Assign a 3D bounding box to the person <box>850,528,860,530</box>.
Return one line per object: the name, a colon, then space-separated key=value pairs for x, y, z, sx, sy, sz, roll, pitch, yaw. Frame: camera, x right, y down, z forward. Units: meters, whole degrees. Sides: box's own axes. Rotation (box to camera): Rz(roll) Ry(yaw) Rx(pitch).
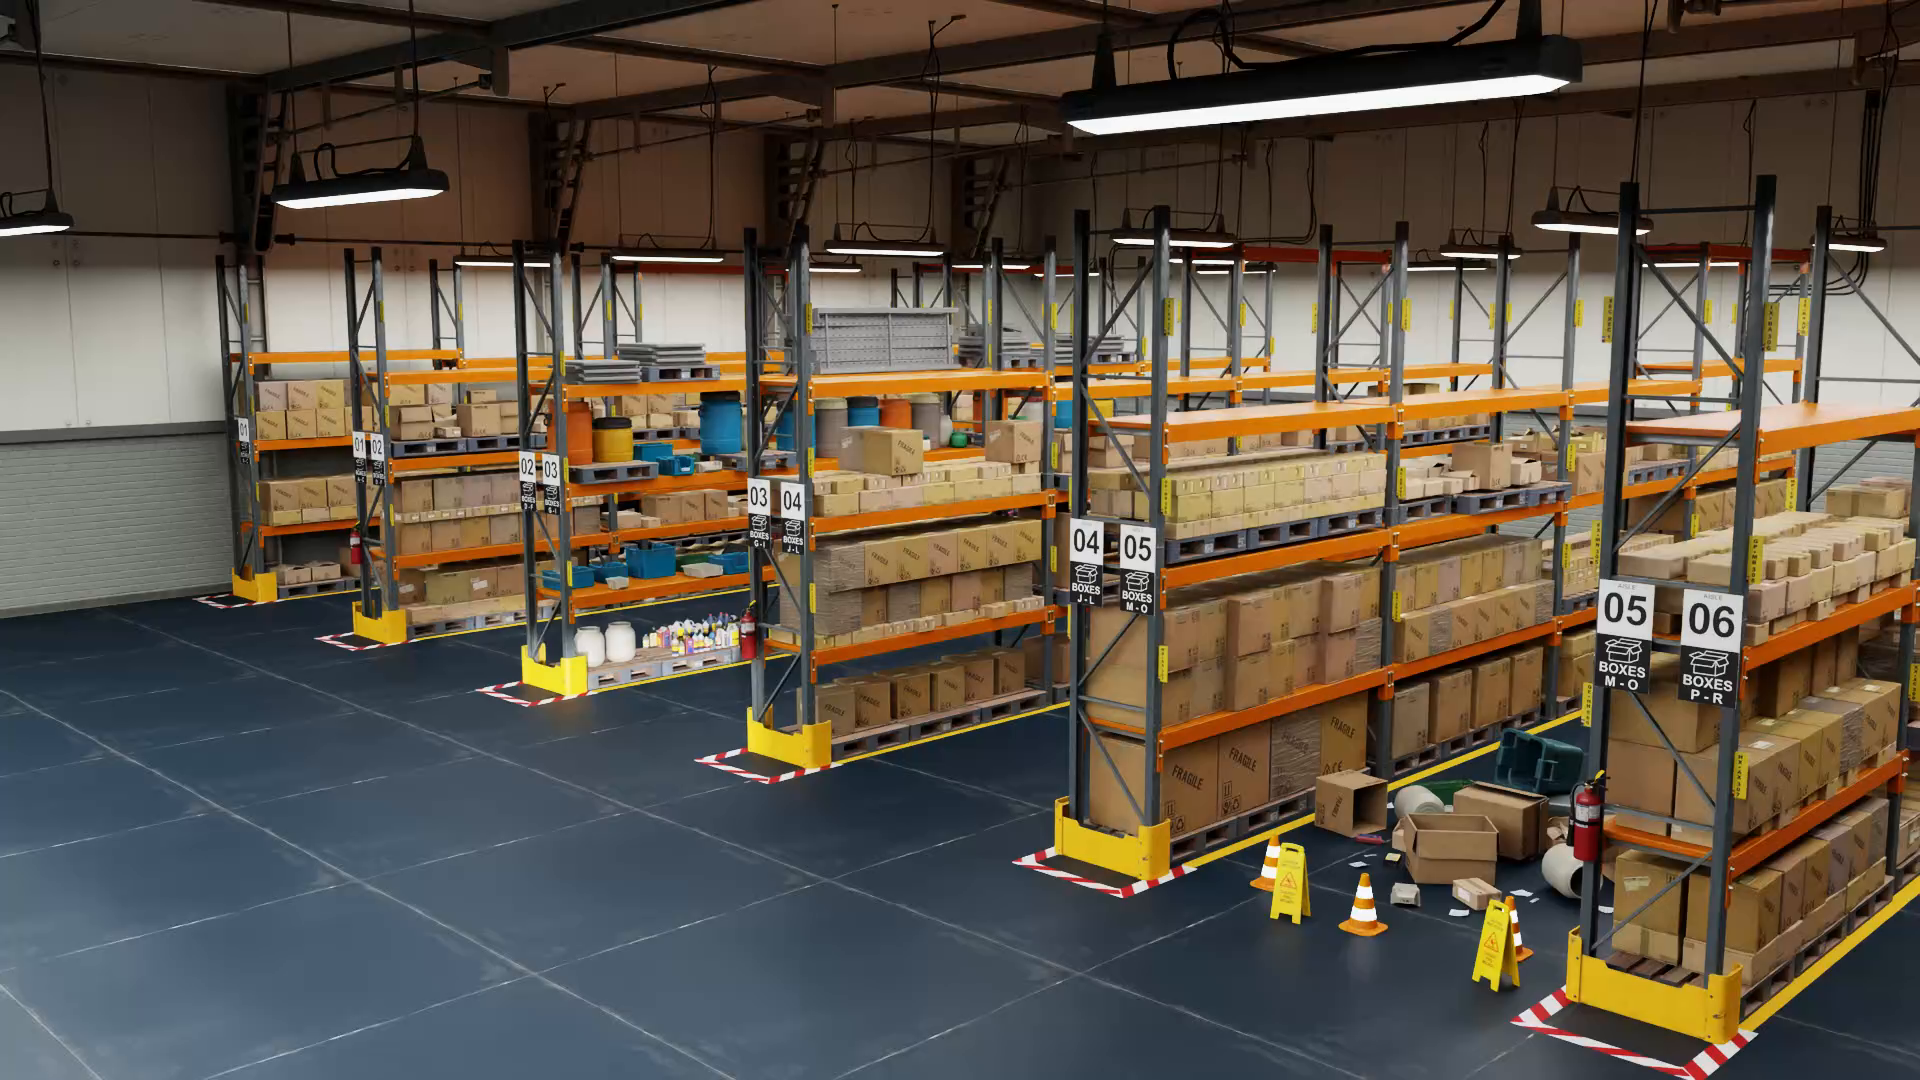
person: x=-1.657 y=0.282 z=28.423 sx=0.609 sy=1.811 sz=0.512 roll=-2 pitch=8 yaw=-12
